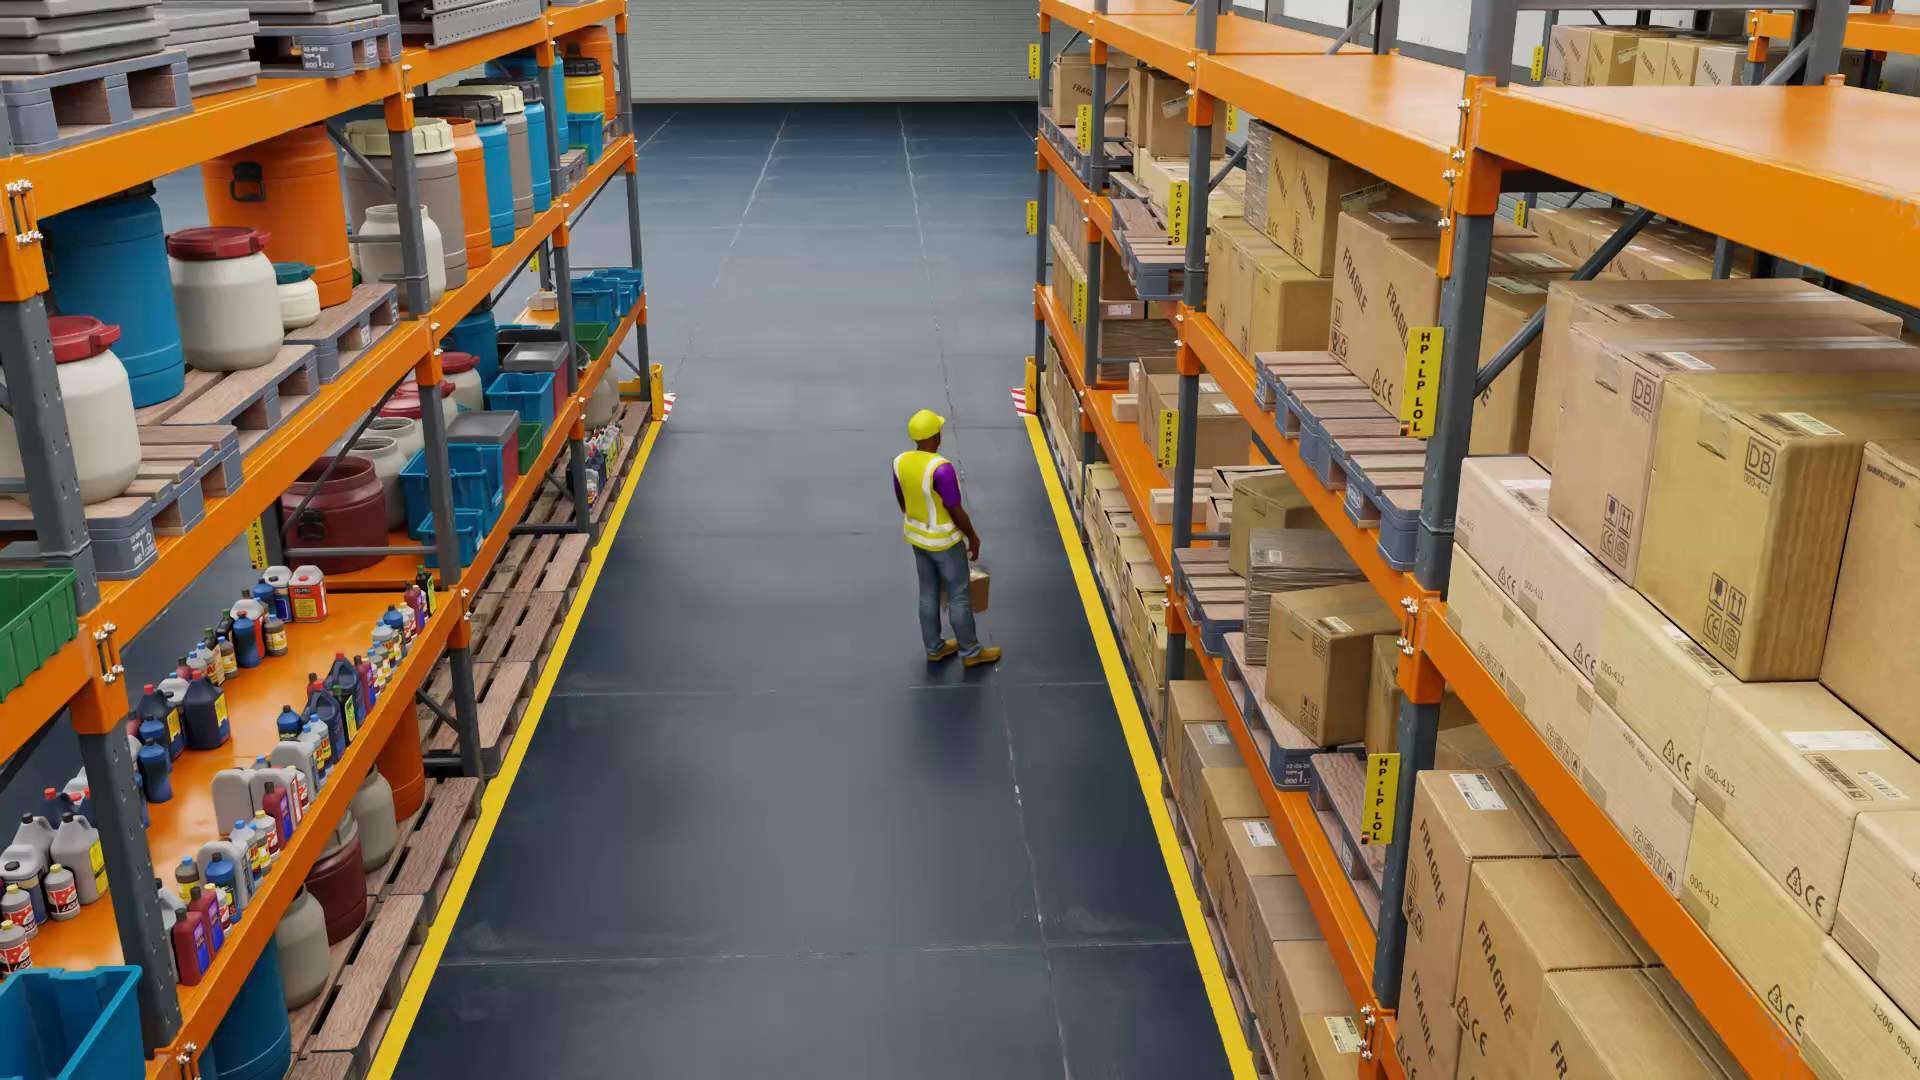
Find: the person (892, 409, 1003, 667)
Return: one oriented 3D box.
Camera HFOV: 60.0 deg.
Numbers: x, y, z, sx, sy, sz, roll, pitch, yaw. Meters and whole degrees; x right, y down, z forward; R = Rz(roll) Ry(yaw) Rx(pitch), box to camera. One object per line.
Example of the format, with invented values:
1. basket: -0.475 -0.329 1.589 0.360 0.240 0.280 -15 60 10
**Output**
1. person: -0.106 -0.031 11.099 0.665 1.765 0.577 19 27 41
